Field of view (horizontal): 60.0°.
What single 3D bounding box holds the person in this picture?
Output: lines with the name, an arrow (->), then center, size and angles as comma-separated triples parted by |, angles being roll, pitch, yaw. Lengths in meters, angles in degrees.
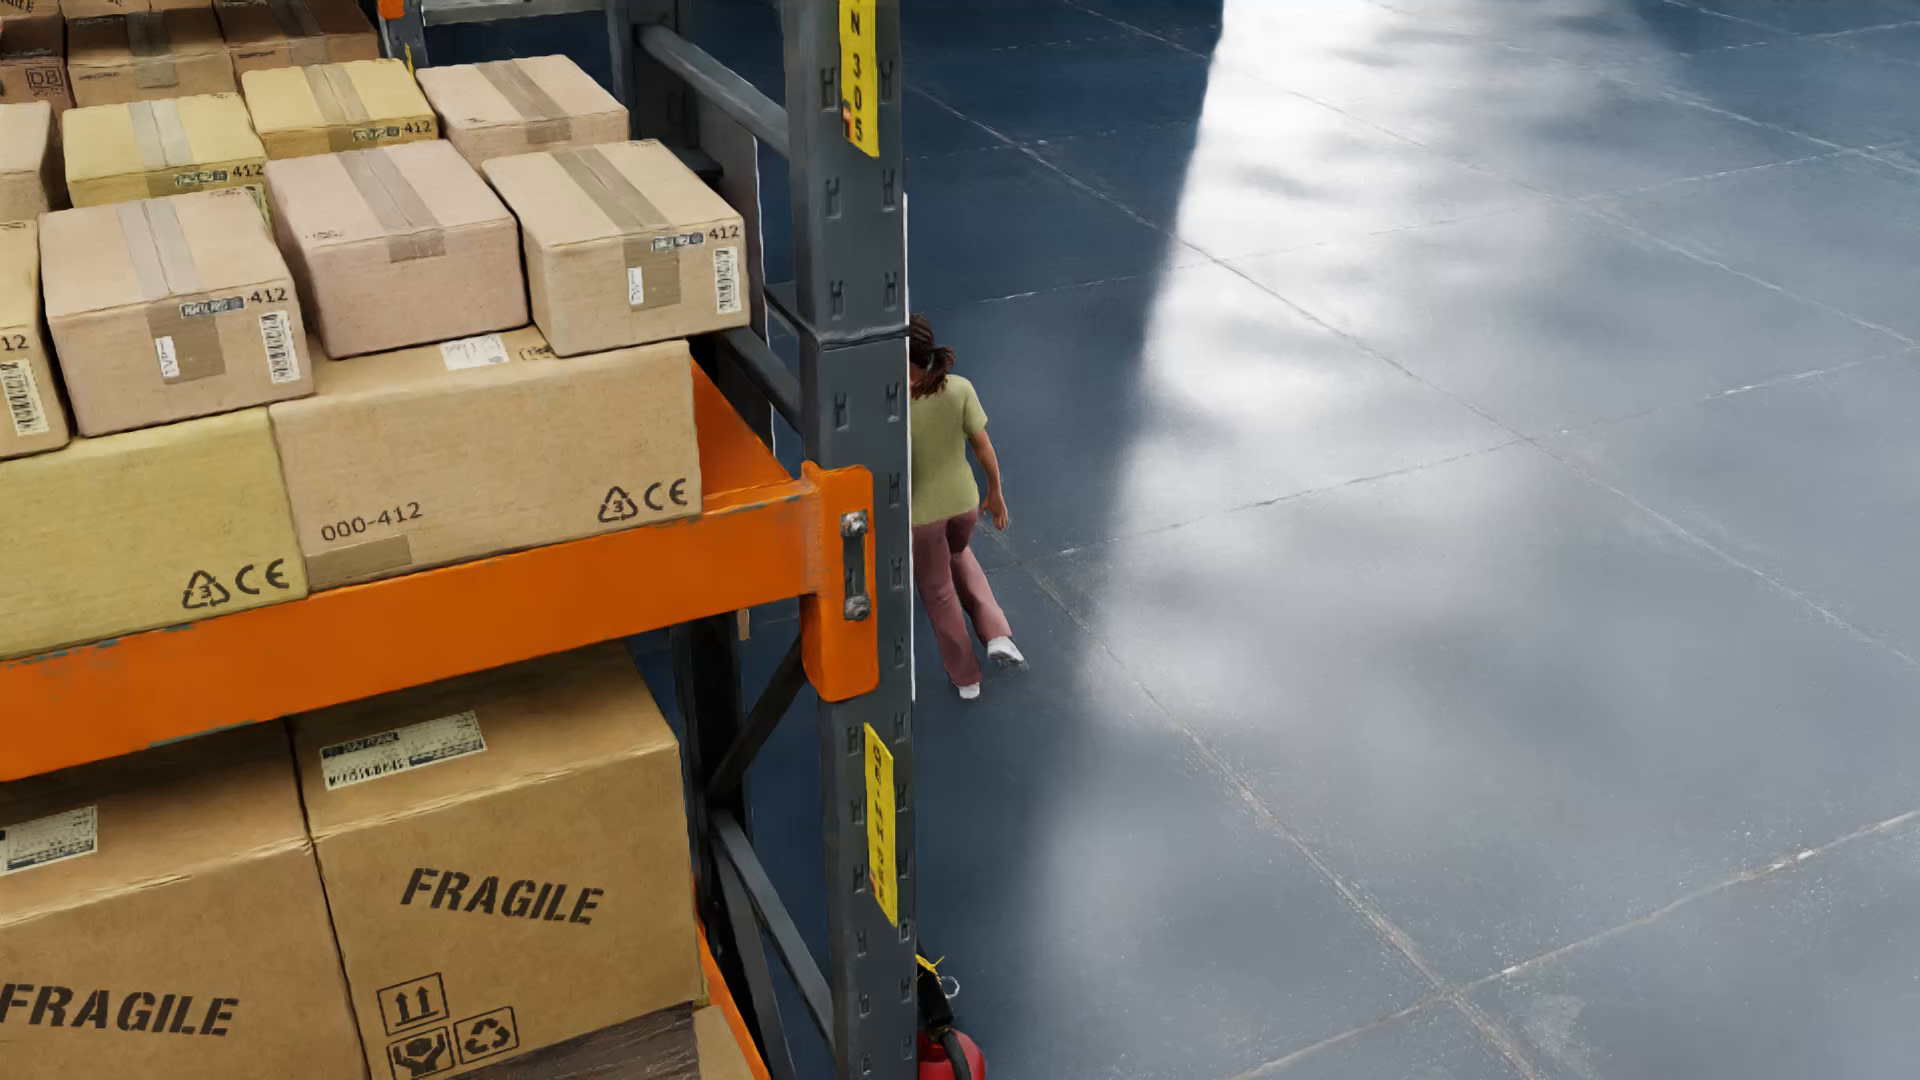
person -> -0.071, -0.128, 6.335 | 0.654, 1.662, 0.437 | -14, 33, -24
